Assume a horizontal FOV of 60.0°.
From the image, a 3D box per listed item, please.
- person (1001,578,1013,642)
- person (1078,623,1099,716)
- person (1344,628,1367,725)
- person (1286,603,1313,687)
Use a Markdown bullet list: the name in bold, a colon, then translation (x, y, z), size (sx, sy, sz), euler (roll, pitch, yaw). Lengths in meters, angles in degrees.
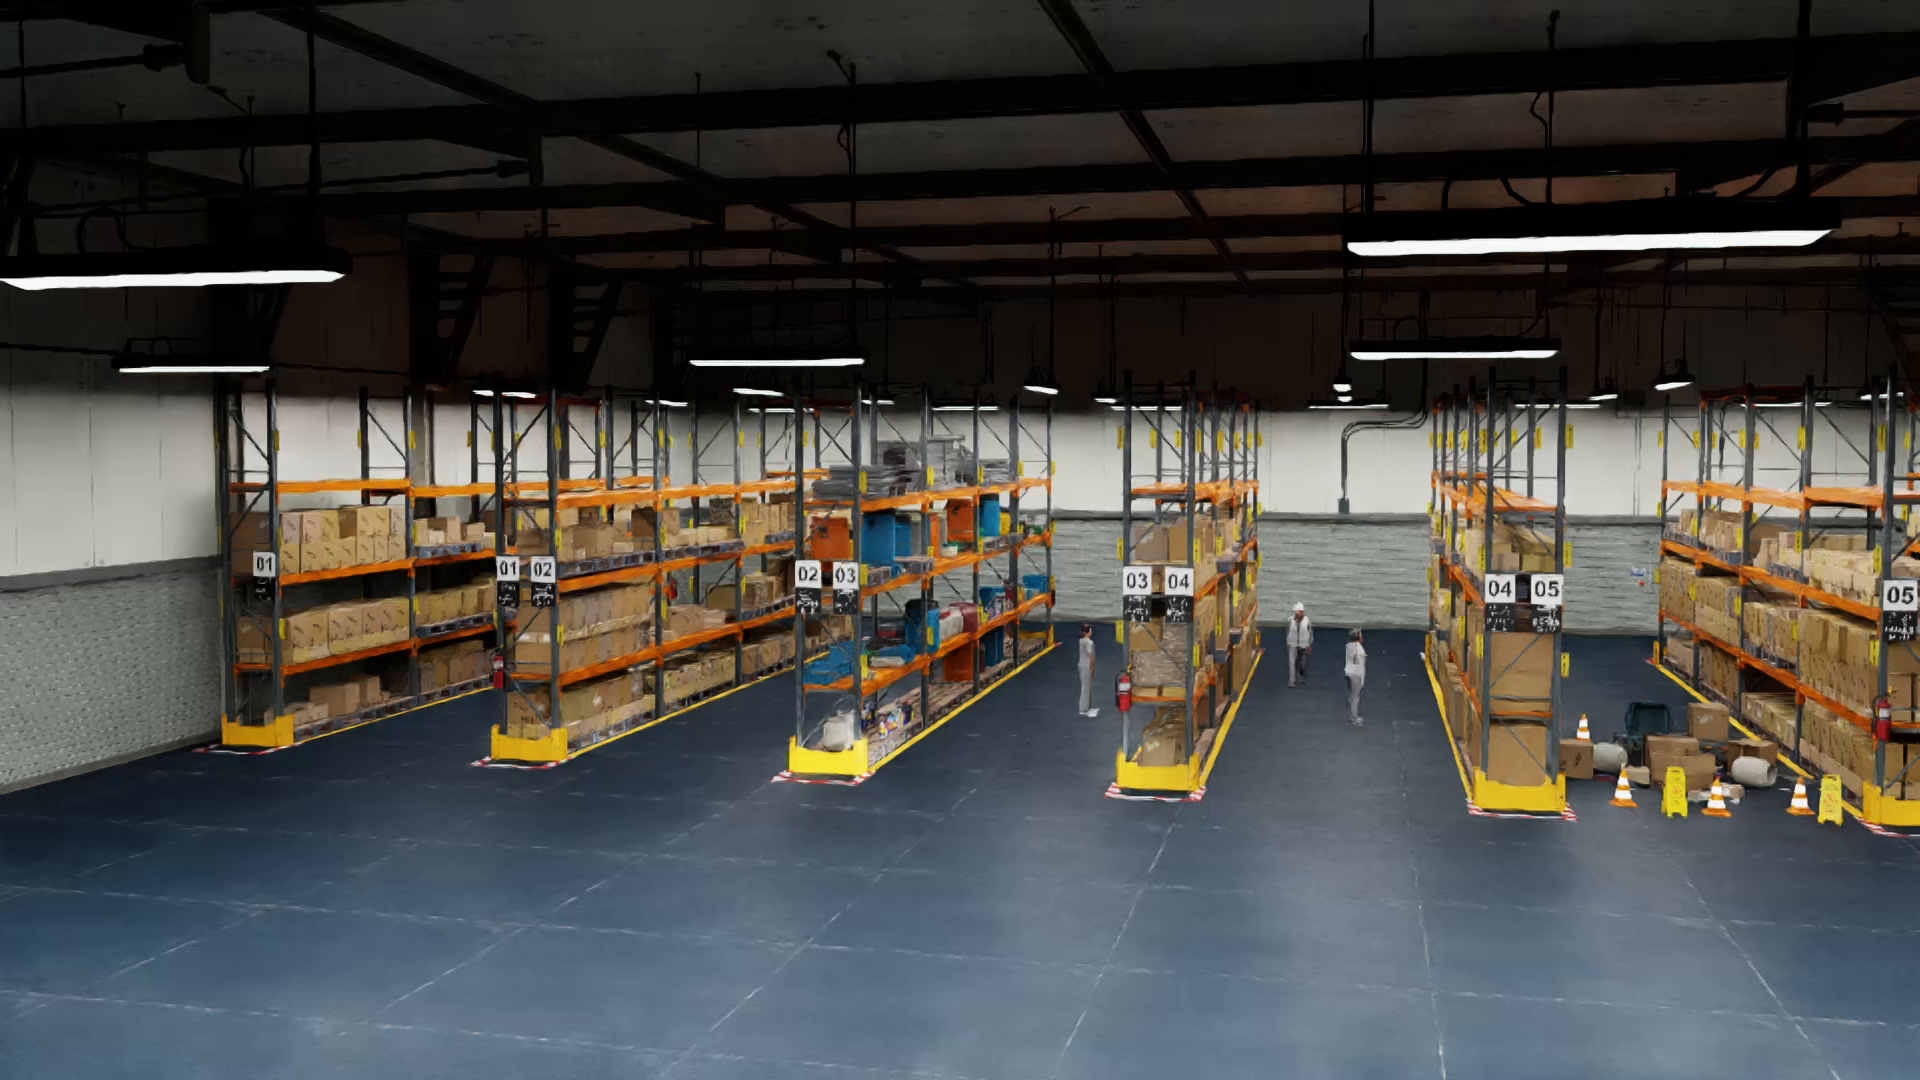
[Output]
- **person**: translation (1.056, 1.749, 39.740), size (0.528, 1.659, 0.654), euler (-2, 4, -30)
- **person**: translation (2.345, 2.337, 30.248), size (0.441, 1.675, 0.496), euler (-1, 4, -16)
- **person**: translation (7.003, 2.391, 29.302), size (0.425, 1.684, 0.555), euler (-1, 4, -16)
- **person**: translation (6.899, 2.114, 33.813), size (0.543, 1.700, 1.119), euler (1, 3, 11)
